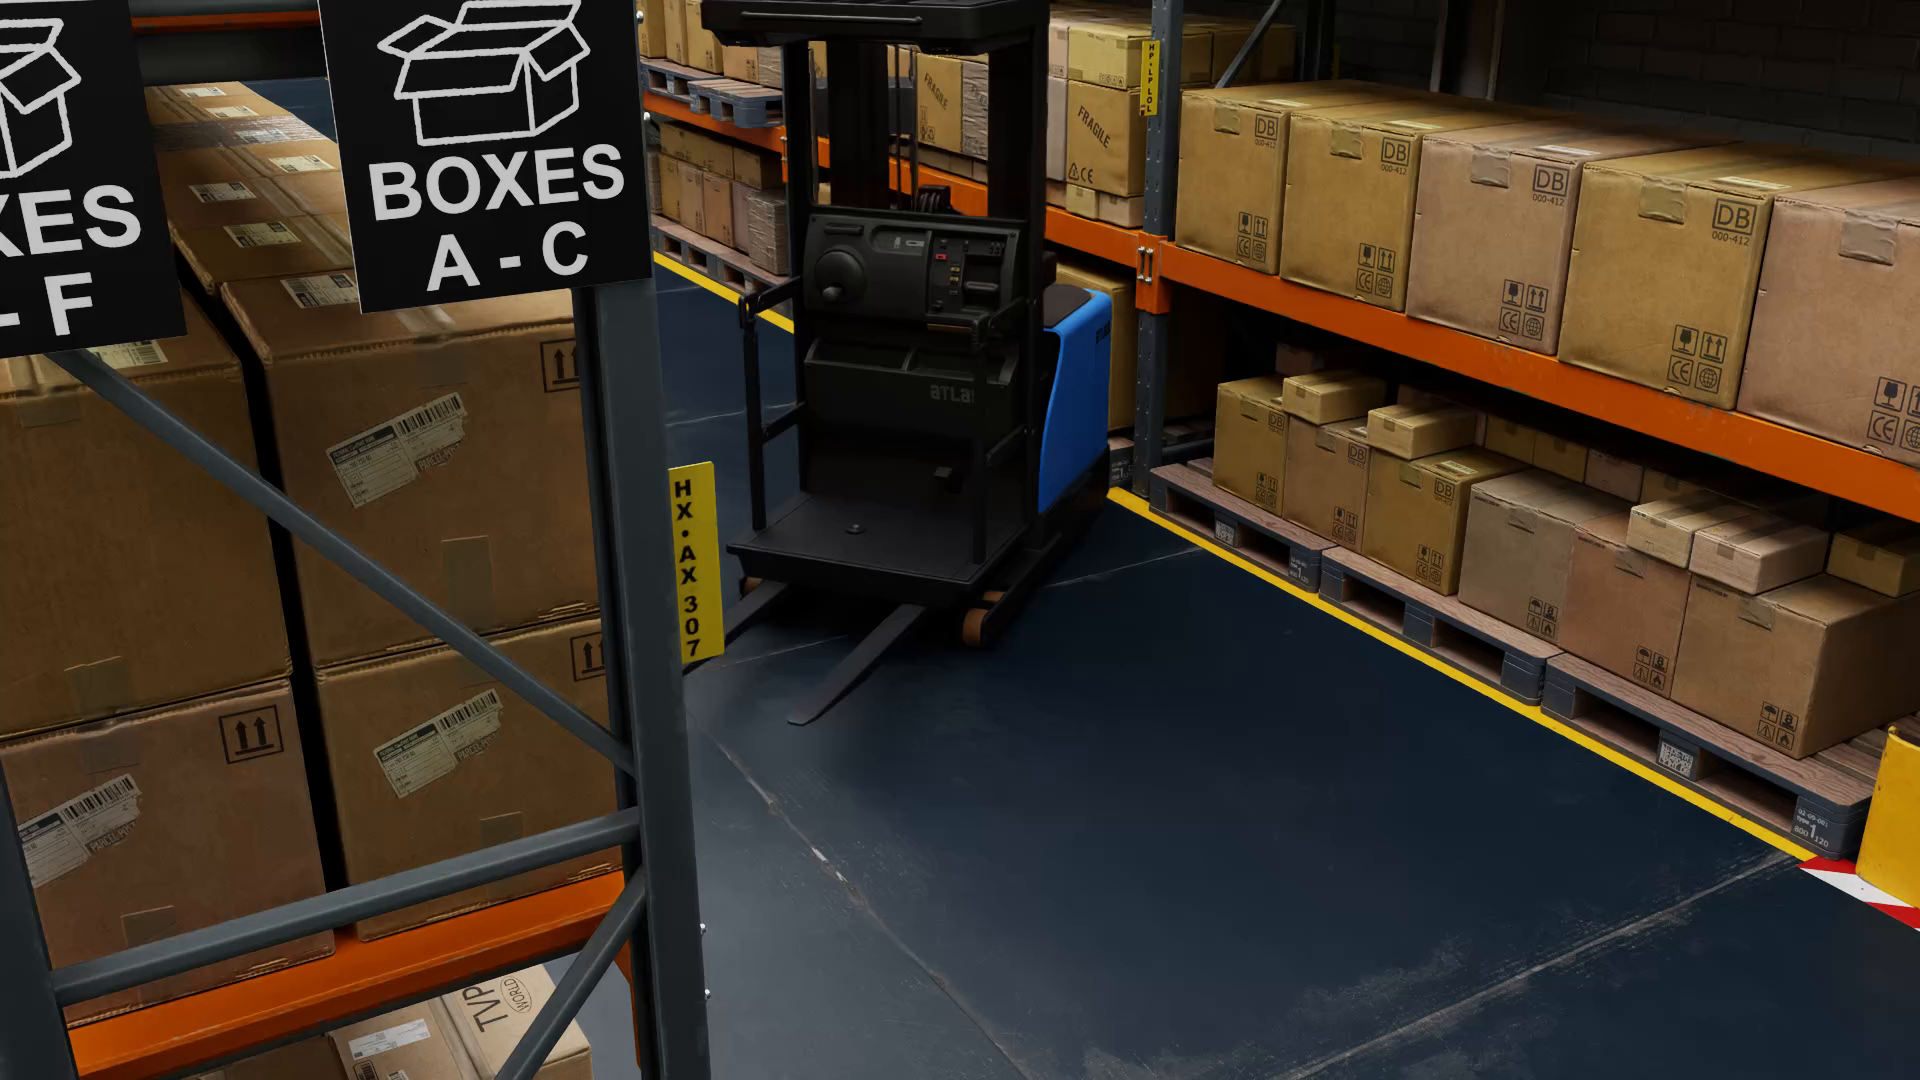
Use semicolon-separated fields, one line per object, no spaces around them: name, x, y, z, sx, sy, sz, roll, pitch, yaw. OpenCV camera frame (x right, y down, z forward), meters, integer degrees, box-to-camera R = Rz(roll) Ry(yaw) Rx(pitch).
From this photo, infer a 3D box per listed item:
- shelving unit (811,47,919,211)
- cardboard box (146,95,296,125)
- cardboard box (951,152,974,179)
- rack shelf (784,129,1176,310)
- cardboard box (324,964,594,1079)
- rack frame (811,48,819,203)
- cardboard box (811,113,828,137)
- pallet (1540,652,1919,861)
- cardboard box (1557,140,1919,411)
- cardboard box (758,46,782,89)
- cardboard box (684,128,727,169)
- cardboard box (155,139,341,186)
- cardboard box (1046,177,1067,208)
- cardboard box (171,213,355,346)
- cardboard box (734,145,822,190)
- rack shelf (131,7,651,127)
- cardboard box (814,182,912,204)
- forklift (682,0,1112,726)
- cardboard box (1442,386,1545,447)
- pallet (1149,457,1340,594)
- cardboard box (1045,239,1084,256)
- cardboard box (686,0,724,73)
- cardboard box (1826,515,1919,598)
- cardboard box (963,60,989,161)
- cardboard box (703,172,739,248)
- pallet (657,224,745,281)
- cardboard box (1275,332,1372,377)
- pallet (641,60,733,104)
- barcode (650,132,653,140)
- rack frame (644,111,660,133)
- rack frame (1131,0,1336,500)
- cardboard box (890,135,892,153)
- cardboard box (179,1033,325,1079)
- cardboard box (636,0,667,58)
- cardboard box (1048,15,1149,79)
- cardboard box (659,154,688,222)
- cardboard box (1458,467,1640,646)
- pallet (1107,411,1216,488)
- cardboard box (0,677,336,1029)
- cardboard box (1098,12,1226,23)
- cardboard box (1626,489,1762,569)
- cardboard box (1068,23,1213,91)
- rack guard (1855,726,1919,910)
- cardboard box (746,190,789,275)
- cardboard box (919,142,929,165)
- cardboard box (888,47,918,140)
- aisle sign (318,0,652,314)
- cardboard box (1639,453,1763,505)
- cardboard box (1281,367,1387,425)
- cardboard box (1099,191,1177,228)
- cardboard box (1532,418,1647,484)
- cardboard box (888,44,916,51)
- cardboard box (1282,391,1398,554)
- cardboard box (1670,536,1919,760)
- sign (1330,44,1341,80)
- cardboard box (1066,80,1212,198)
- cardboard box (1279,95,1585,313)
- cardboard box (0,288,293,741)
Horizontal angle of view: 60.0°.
shelving unit;-0.468;-1.388;8.436;0.503;2.100;0.431;-2;22;-4
cardboard box;-2.185;-0.980;4.777;0.500;0.500;0.500;-13;26;-29
cardboard box;0.173;-2.159;9.447;0.380;0.149;0.250;-12;25;-27
rack shelf;0.305;-2.017;9.747;1.077;0.370;4.000;-13;25;-28
cardboard box;-1.176;1.223;3.886;0.500;0.250;0.500;-13;25;-28
rack frame;-0.711;-1.380;8.417;0.015;2.100;0.400;-2;22;-4
cardboard box;-0.748;-2.740;10.876;0.380;0.149;0.250;-13;26;-29
pallet;2.894;0.640;5.958;1.003;0.211;1.213;-13;25;-28
cardboard box;2.719;-0.944;5.752;0.980;0.700;0.700;-13;25;-29
cardboard box;-0.966;-3.399;11.472;0.700;0.500;0.500;-16;27;-34
cardboard box;-1.873;-3.142;13.296;0.500;0.250;0.500;-13;26;-30
cardboard box;-1.672;-0.653;3.974;0.500;0.500;0.500;-13;25;-29
cardboard box;0.668;-1.821;8.615;0.380;0.149;0.250;-12;25;-27
cardboard box;-1.161;-0.326;3.170;0.500;0.500;0.500;-12;25;-28
cardboard box;-1.367;-2.811;12.483;0.500;0.250;0.500;-12;25;-27
rack shelf;-1.909;-1.158;3.649;1.077;0.370;4.000;-13;25;-28
cardboard box;-0.454;-1.934;10.882;0.750;0.750;0.750;-13;25;-29
forklift;-0.284;-1.096;6.616;1.130;2.935;3.031;9;24;20
cardboard box;2.251;-0.526;7.023;0.380;0.149;0.250;-12;25;-28
pallet;1.648;-0.150;7.901;1.003;0.211;1.213;-13;25;-28
cardboard box;0.426;-1.375;9.507;0.750;0.750;0.750;-12;25;-27
cardboard box;-1.621;-3.798;12.454;0.700;0.500;0.500;-13;25;-28
cardboard box;3.162;0.049;5.608;0.380;0.149;0.250;-12;25;-28
cardboard box;0.355;-2.325;8.994;0.500;0.500;0.500;-13;25;-28
cardboard box;-1.571;-2.612;12.988;0.700;0.500;0.500;-13;25;-29
pallet;-1.734;-2.354;13.323;1.003;0.211;1.213;-13;25;-28
cardboard box;1.717;-0.864;7.853;0.380;0.149;0.250;-13;25;-29
pallet;-1.763;-3.542;12.797;1.003;0.211;1.213;-13;25;-28
barcode;-2.830;-3.708;15.261;0.001;0.075;0.075;-13;25;-28
rack frame;-2.760;-4.293;14.390;1.000;3.000;0.127;-13;25;-28
rack frame;1.326;-1.703;8.018;1.000;3.000;0.127;-13;25;-28
cardboard box;-0.329;-2.497;10.278;0.380;0.149;0.250;-13;25;-29
cardboard box;-1.836;1.174;4.008;0.500;0.250;0.500;-13;25;-28
cardboard box;-2.250;-4.190;13.418;0.700;0.500;0.500;-10;24;-23
cardboard box;0.615;-2.513;8.461;0.500;0.250;0.500;-12;25;-27
cardboard box;-2.063;-2.946;13.812;0.700;0.500;0.500;-13;26;-29
cardboard box;2.413;0.023;6.533;0.700;0.500;0.500;-14;26;-30
pallet;0.867;-0.647;9.122;1.003;0.211;1.213;-13;25;-28
cardboard box;-1.350;0.407;2.695;0.500;0.500;0.500;-12;25;-27
cardboard box;1.042;-2.611;8.702;0.500;0.250;0.500;-12;25;-28
cardboard box;2.573;-0.042;5.832;0.380;0.149;0.250;-12;25;-27
cardboard box;0.868;-2.346;8.050;0.500;0.250;0.500;-12;25;-27
rack guard;3.382;0.757;5.284;1.175;0.500;0.348;-13;25;-28
cardboard box;-1.130;-2.267;12.141;0.700;0.500;0.500;-12;25;-27
cardboard box;-0.067;-2.329;9.864;0.380;0.149;0.250;-12;25;-27
cardboard box;-0.177;-2.653;9.800;0.500;0.500;0.500;-13;25;-28
aisle sign;-0.600;-0.693;2.081;0.394;0.787;0.004;-13;25;-28
cardboard box;2.775;-0.196;6.210;0.380;0.149;0.250;-12;25;-28
cardboard box;1.638;-0.633;7.285;0.380;0.149;0.250;-12;25;-26
cardboard box;0.910;-1.651;8.197;0.380;0.149;0.250;-12;25;-28
cardboard box;2.513;-0.361;6.616;0.380;0.149;0.250;-12;25;-28
cardboard box;-0.173;-3.007;9.677;0.500;0.250;0.500;-12;25;-28
cardboard box;1.874;-0.315;7.364;0.700;0.500;0.500;-13;25;-29
cardboard box;2.926;0.348;5.735;0.700;0.500;0.500;-13;25;-28
sign;1.803;-2.248;8.104;0.100;0.325;0.005;-13;25;-28
cardboard box;0.874;-1.998;8.188;0.500;0.500;0.500;-13;26;-29
cardboard box;1.958;-1.426;6.938;0.980;0.700;0.700;-13;26;-30
cardboard box;-1.351;-0.055;2.503;0.500;0.500;0.500;-13;25;-29
